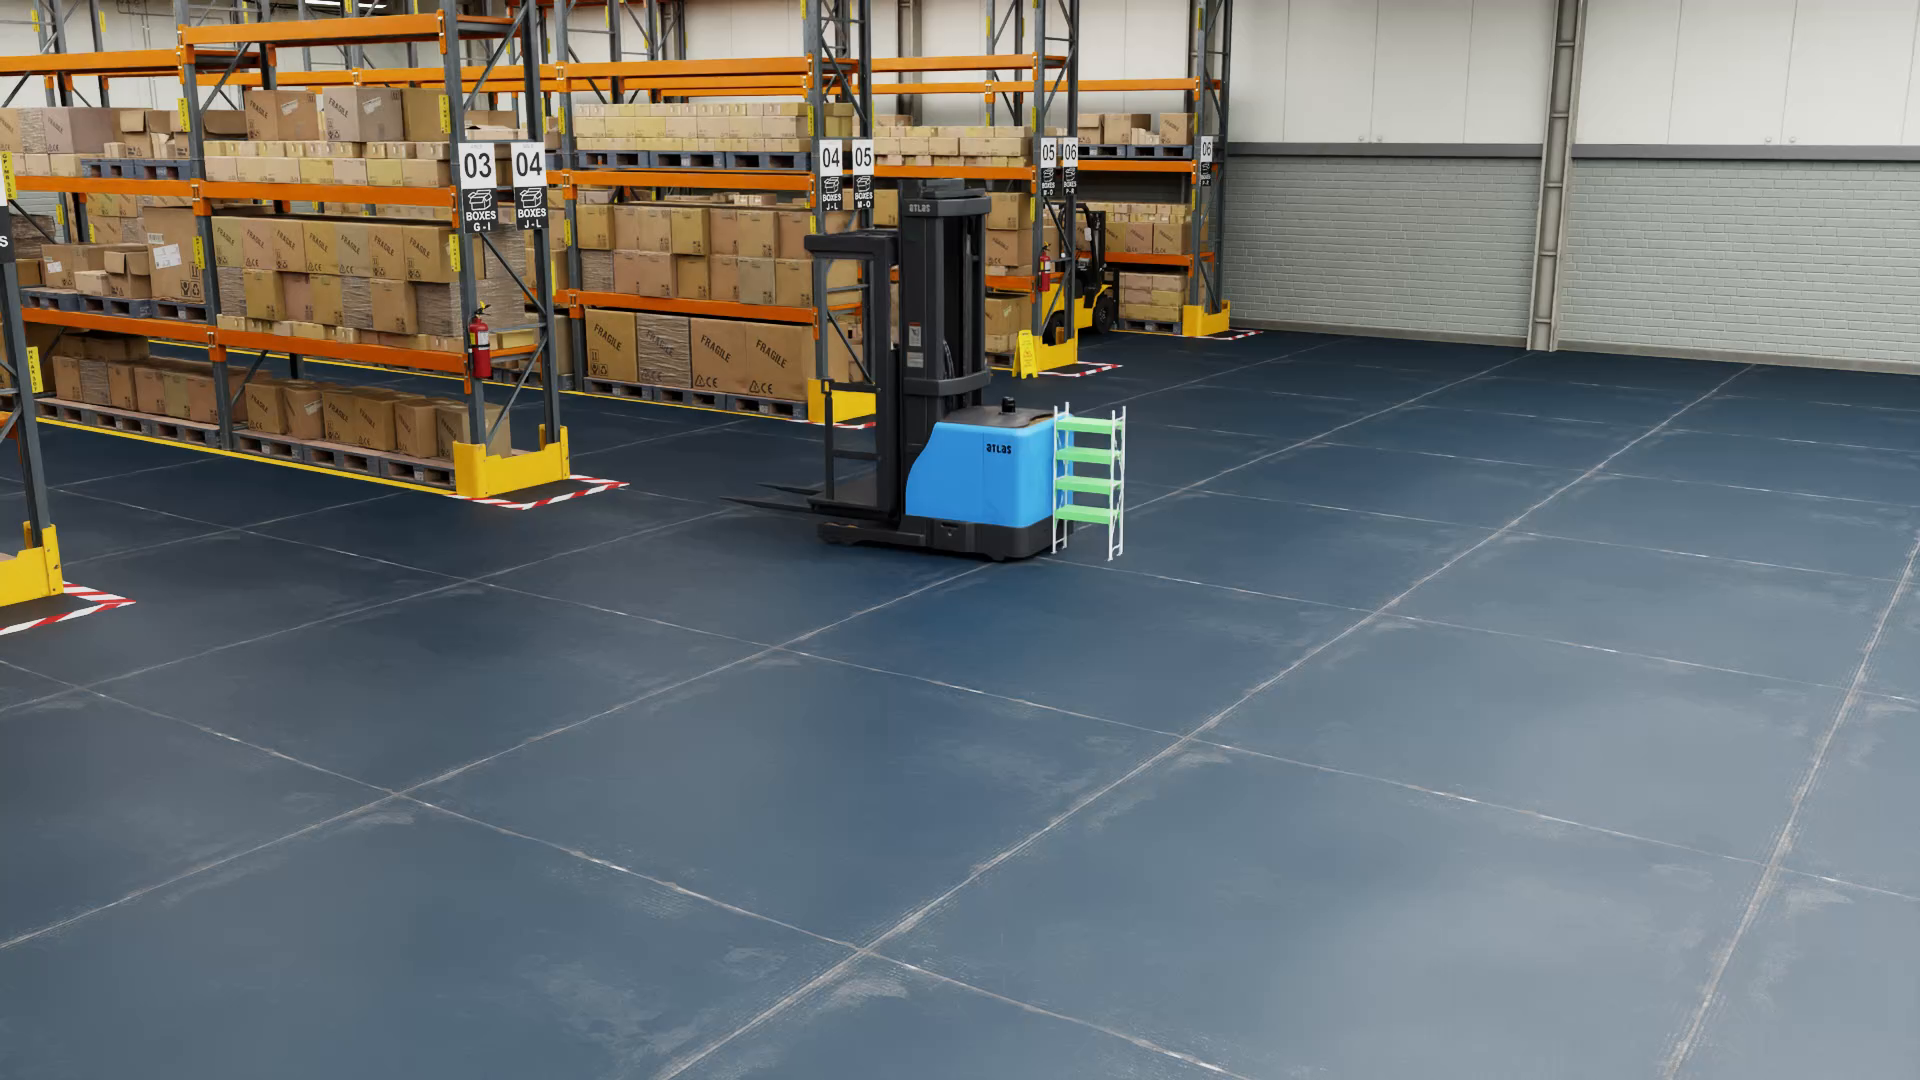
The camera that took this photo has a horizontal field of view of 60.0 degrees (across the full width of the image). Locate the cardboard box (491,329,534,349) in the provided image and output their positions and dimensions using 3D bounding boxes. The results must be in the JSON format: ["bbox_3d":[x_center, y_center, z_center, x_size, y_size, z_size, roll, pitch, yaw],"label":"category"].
[{"bbox_3d":[-4.306,-1.929,15.897,0.250,0.149,0.380,9,17,33],"label":"cardboard box"}]

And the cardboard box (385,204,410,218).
[{"bbox_3d":[-7.621,-4.485,23.412,0.500,0.500,0.700,9,17,33],"label":"cardboard box"}]

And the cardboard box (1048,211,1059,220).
[{"bbox_3d":[1.722,-5.589,28.601,0.250,0.149,0.380,9,17,32],"label":"cardboard box"}]

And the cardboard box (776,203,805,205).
[{"bbox_3d":[-2.635,-5.062,26.327,0.500,0.500,0.500,9,17,33],"label":"cardboard box"}]

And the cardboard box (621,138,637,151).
[{"bbox_3d":[-3.927,-4.845,20.353,0.250,0.149,0.380,9,16,32],"label":"cardboard box"}]

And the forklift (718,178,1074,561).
[{"bbox_3d":[-0.605,-1.484,13.720,3.031,2.935,1.130,7,16,26],"label":"forklift"}]

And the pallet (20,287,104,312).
[{"bbox_3d":[-10.190,-2.871,19.577,1.003,0.211,1.213,9,17,33],"label":"pallet"}]

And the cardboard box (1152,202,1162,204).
[{"bbox_3d":[3.314,-5.638,28.178,0.250,0.149,0.380,9,17,33],"label":"cardboard box"}]

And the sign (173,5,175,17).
[{"bbox_3d":[-11.626,-7.848,24.692,0.005,0.325,0.100,9,17,33],"label":"sign"}]

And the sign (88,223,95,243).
[{"bbox_3d":[-10.545,-3.671,20.167,0.005,0.325,0.100,9,17,33],"label":"sign"}]

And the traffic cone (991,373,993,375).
[{"bbox_3d":[0.252,-2.510,23.002,0.334,0.463,0.336,9,17,33],"label":"traffic cone"}]

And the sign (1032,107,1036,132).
[{"bbox_3d":[1.002,-5.719,22.600,0.005,0.325,0.100,9,17,33],"label":"sign"}]

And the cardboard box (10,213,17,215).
[{"bbox_3d":[-11.977,-3.763,20.487,0.637,0.503,0.797,10,17,34],"label":"cardboard box"}]

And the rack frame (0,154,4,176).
[{"bbox_3d":[-6.966,-3.890,10.810,0.127,3.000,1.000,9,17,33],"label":"rack frame"}]

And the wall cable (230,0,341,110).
[{"bbox_3d":[-14.817,-10.424,37.128,0.133,3.039,2.988,9,17,33],"label":"wall cable"}]

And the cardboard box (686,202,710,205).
[{"bbox_3d":[-4.185,-5.166,26.749,0.500,0.500,0.500,10,17,34],"label":"cardboard box"}]

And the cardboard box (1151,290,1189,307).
[{"bbox_3d":[3.517,-4.046,27.735,0.500,0.250,0.500,9,16,32],"label":"cardboard box"}]

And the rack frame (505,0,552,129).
[{"bbox_3d":[-9.181,-9.989,35.450,0.127,3.000,1.000,9,17,33],"label":"rack frame"}]

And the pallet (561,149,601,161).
[{"bbox_3d":[-5.873,-6.454,27.805,1.003,0.211,1.213,10,17,35],"label":"pallet"}]

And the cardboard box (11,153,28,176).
[{"bbox_3d":[-10.592,-4.308,19.053,0.500,0.250,0.500,10,17,34],"label":"cardboard box"}]

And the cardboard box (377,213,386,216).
[{"bbox_3d":[-10.437,-5.816,30.868,0.500,0.500,0.500,10,17,35],"label":"cardboard box"}]

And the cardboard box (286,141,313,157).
[{"bbox_3d":[-6.321,-3.806,16.197,0.250,0.149,0.380,9,16,32],"label":"cardboard box"}]

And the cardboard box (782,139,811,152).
[{"bbox_3d":[-1.815,-4.504,18.975,0.250,0.149,0.380,9,17,33],"label":"cardboard box"}]

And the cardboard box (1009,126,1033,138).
[{"bbox_3d":[0.883,-5.649,23.022,0.250,0.149,0.380,9,17,33],"label":"cardboard box"}]

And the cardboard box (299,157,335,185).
[{"bbox_3d":[-6.001,-3.566,16.056,0.500,0.250,0.500,9,16,32],"label":"cardboard box"}]

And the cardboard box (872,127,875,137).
[{"bbox_3d":[-1.262,-5.985,24.379,0.250,0.149,0.380,9,17,32],"label":"cardboard box"}]

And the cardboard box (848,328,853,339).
[{"bbox_3d":[-1.861,-2.851,24.293,0.500,0.500,0.500,-4,14,-16],"label":"cardboard box"}]

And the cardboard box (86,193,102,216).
[{"bbox_3d":[-13.980,-5.585,27.236,0.500,0.500,0.500,10,17,34],"label":"cardboard box"}]

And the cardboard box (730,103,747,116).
[{"bbox_3d":[-2.454,-4.995,19.296,0.250,0.149,0.380,10,17,34],"label":"cardboard box"}]

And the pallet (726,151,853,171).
[{"bbox_3d":[-1.972,-4.451,19.505,1.213,0.211,1.003,9,17,33],"label":"pallet"}]

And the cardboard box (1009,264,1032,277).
[{"bbox_3d":[0.899,-3.827,23.563,0.250,0.149,0.380,10,17,35],"label":"cardboard box"}]

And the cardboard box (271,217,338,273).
[{"bbox_3d":[-6.459,-2.935,16.530,0.500,0.500,0.500,9,17,33],"label":"cardboard box"}]

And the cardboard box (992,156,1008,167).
[{"bbox_3d":[0.652,-5.294,23.249,0.250,0.149,0.380,9,17,33],"label":"cardboard box"}]

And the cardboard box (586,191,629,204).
[{"bbox_3d":[-5.885,-5.565,27.774,0.500,0.500,0.500,9,16,31],"label":"cardboard box"}]

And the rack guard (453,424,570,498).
[{"bbox_3d":[-4.265,-0.762,15.862,0.348,0.500,1.175,9,17,33],"label":"rack guard"}]

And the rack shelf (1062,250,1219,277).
[{"bbox_3d":[2.436,-4.851,28.673,4.000,0.370,1.077,9,17,33],"label":"rack shelf"}]

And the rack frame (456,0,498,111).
[{"bbox_3d":[-8.629,-8.463,29.283,0.127,3.000,1.000,9,17,33],"label":"rack frame"}]

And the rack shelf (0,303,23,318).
[{"bbox_3d":[-12.500,-2.957,21.025,4.000,0.370,1.077,9,17,33],"label":"rack shelf"}]

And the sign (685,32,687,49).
[{"bbox_3d":[-5.557,-10.095,33.602,0.005,0.325,0.100,9,17,33],"label":"sign"}]

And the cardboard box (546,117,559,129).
[{"bbox_3d":[-6.934,-6.901,28.135,0.500,0.500,0.500,9,17,33],"label":"cardboard box"}]

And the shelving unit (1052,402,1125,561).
[{"bbox_3d":[1.023,-0.469,13.222,0.503,1.200,0.258,7,16,26],"label":"shelving unit"}]

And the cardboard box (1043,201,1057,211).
[{"bbox_3d":[1.516,-5.769,28.710,0.250,0.149,0.380,10,17,34],"label":"cardboard box"}]

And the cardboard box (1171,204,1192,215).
[{"bbox_3d":[3.681,-5.445,27.401,0.250,0.149,0.380,9,17,33],"label":"cardboard box"}]

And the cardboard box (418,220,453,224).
[{"bbox_3d":[-4.917,-2.840,16.147,0.500,0.500,0.500,9,17,33],"label":"cardboard box"}]

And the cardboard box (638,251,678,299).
[{"bbox_3d":[-3.505,-3.338,20.753,0.550,0.550,0.875,9,17,33],"label":"cardboard box"}]

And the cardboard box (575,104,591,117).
[{"bbox_3d":[-4.557,-5.334,20.668,0.250,0.149,0.380,9,17,33],"label":"cardboard box"}]

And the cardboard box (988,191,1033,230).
[{"bbox_3d":[0.783,-4.645,23.436,0.500,0.500,0.700,9,16,31],"label":"cardboard box"}]

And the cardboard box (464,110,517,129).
[{"bbox_3d":[-6.390,-5.593,22.644,0.500,0.500,0.500,9,17,33],"label":"cardboard box"}]

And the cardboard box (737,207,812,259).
[{"bbox_3d":[-2.144,-3.651,19.769,0.550,0.550,0.875,9,17,33],"label":"cardboard box"}]

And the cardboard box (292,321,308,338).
[{"bbox_3d":[-6.460,-2.128,16.702,0.250,0.149,0.380,9,17,33],"label":"cardboard box"}]

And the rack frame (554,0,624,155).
[{"bbox_3d":[-4.669,-6.389,20.907,0.127,3.000,1.000,9,17,33],"label":"rack frame"}]

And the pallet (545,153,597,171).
[{"bbox_3d":[-5.457,-4.954,21.748,1.217,0.209,0.805,8,16,31],"label":"pallet"}]

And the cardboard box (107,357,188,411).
[{"bbox_3d":[-9.332,-1.806,19.164,0.500,0.500,0.700,11,18,37],"label":"cardboard box"}]

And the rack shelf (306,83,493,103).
[{"bbox_3d":[-10.288,-8.188,30.501,4.000,0.370,1.077,9,17,33],"label":"rack shelf"}]

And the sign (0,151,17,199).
[{"bbox_3d":[-6.656,-2.547,11.611,0.005,0.325,0.100,9,17,33],"label":"sign"}]
